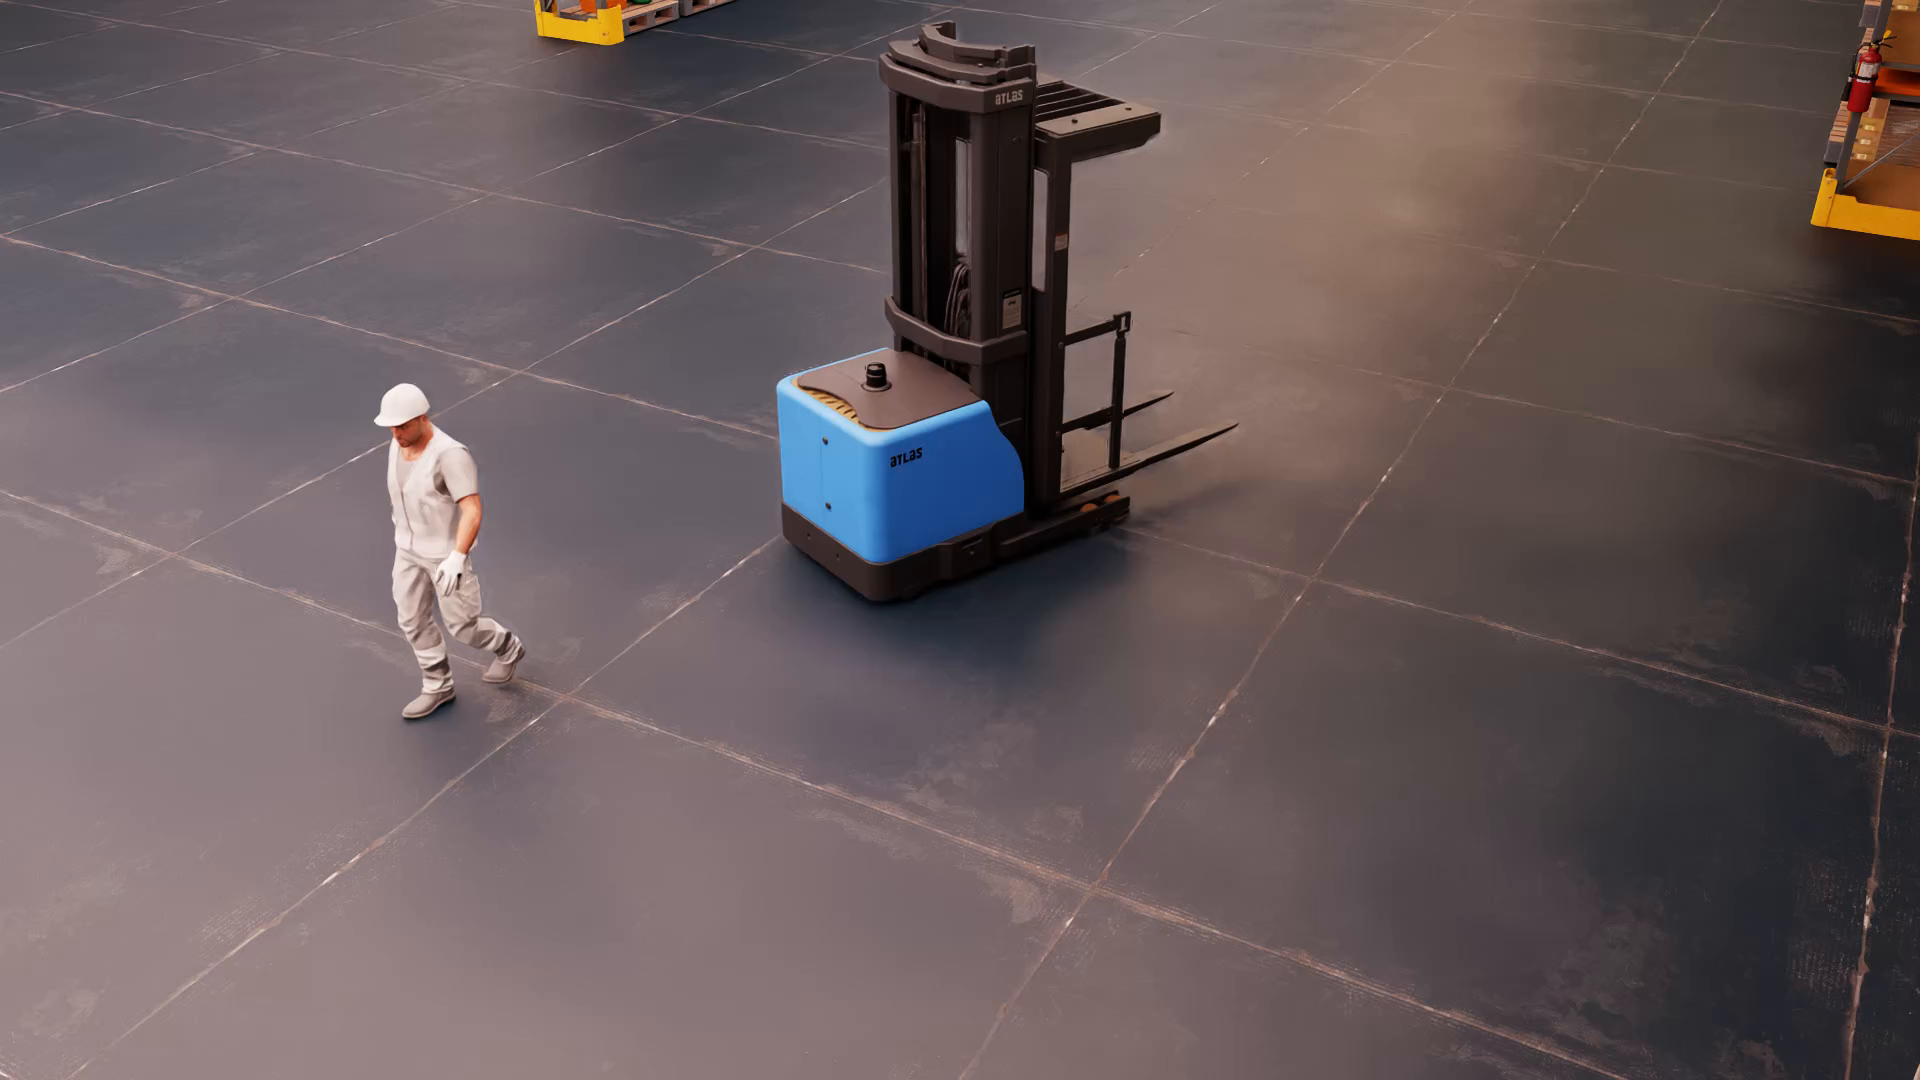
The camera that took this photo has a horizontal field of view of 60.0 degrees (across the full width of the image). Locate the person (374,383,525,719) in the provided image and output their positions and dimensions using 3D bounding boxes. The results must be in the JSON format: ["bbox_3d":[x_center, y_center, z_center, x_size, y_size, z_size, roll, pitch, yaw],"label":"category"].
[{"bbox_3d":[-2.577,0.044,8.162,0.880,1.764,0.683,16,34,25],"label":"person"}]

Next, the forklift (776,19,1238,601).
[{"bbox_3d":[0.418,-1.512,9.691,3.031,2.935,1.130,-21,36,-32],"label":"forklift"}]
